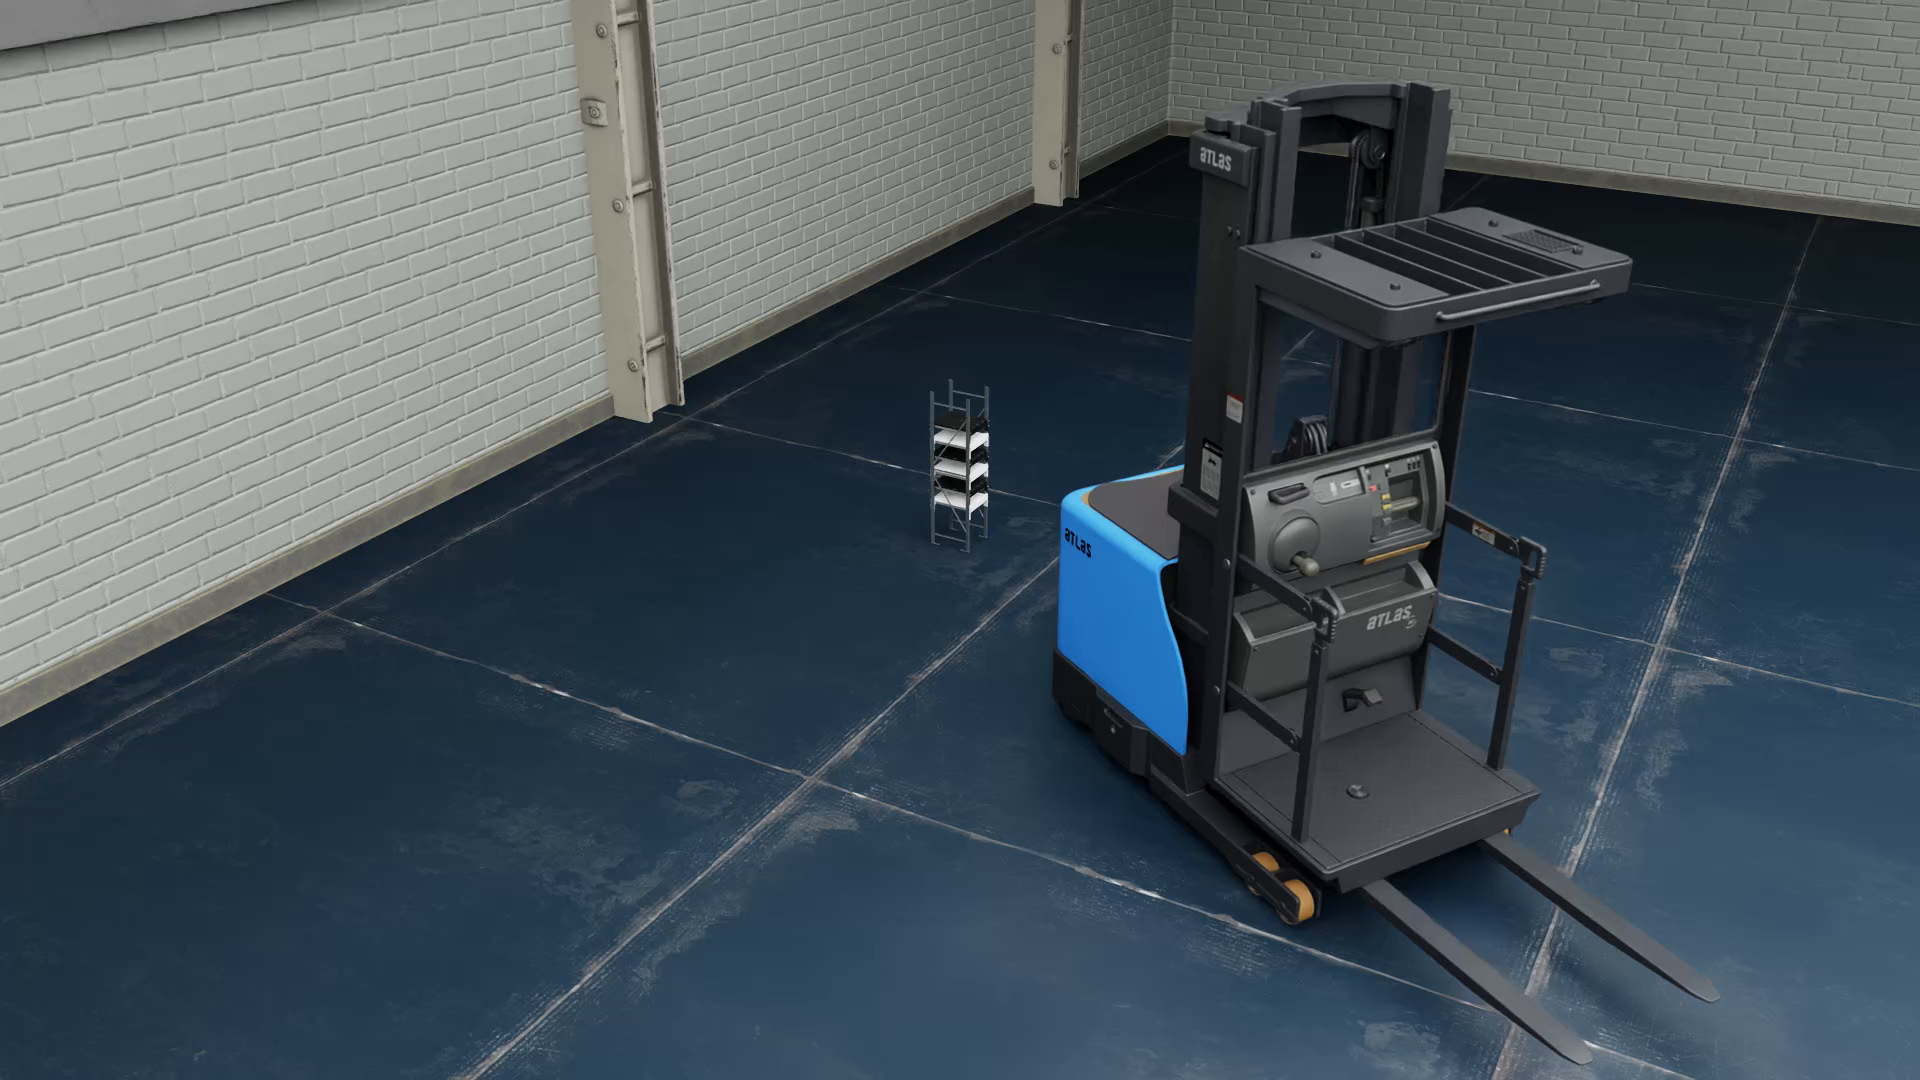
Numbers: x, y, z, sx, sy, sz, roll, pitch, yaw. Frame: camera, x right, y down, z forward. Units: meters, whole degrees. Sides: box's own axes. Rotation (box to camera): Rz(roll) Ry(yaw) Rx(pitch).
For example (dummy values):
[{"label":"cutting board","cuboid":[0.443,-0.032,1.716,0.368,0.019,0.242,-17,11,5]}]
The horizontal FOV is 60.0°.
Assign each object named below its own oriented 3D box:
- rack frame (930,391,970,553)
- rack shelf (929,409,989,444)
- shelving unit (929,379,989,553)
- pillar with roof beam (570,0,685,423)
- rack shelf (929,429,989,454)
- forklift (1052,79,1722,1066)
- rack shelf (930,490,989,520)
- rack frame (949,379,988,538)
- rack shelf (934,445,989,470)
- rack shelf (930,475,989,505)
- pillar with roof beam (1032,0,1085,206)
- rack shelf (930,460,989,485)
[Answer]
[{"label":"rack frame","cuboid":[-0.054,-0.360,8.963,0.240,0.900,0.006,14,30,26]},{"label":"rack shelf","cuboid":[-0.004,-0.611,8.936,0.258,0.077,0.200,14,30,26]},{"label":"shelving unit","cuboid":[-0.004,-0.399,9.042,0.258,0.900,0.210,14,30,26]},{"label":"pillar with roof beam","cuboid":[1.691,-3.943,7.075,9.100,9.000,0.400,14,30,26]},{"label":"rack shelf","cuboid":[-0.004,-0.530,8.977,0.258,0.077,0.200,14,30,26]},{"label":"forklift","cuboid":[1.574,-0.082,6.140,1.130,2.935,3.031,-14,30,-25]},{"label":"rack shelf","cuboid":[-0.004,-0.208,9.138,0.258,0.077,0.200,14,30,26]},{"label":"rack frame","cuboid":[0.046,-0.439,9.121,0.240,0.900,0.006,14,30,26]},{"label":"rack shelf","cuboid":[-0.004,-0.450,9.017,0.258,0.077,0.200,14,30,26]},{"label":"rack shelf","cuboid":[-0.004,-0.289,9.097,0.258,0.077,0.200,14,30,26]},{"label":"pillar with roof beam","cuboid":[4.642,-6.282,11.746,9.100,9.000,0.400,14,30,26]},{"label":"rack shelf","cuboid":[-0.004,-0.369,9.057,0.258,0.077,0.200,14,30,26]}]
